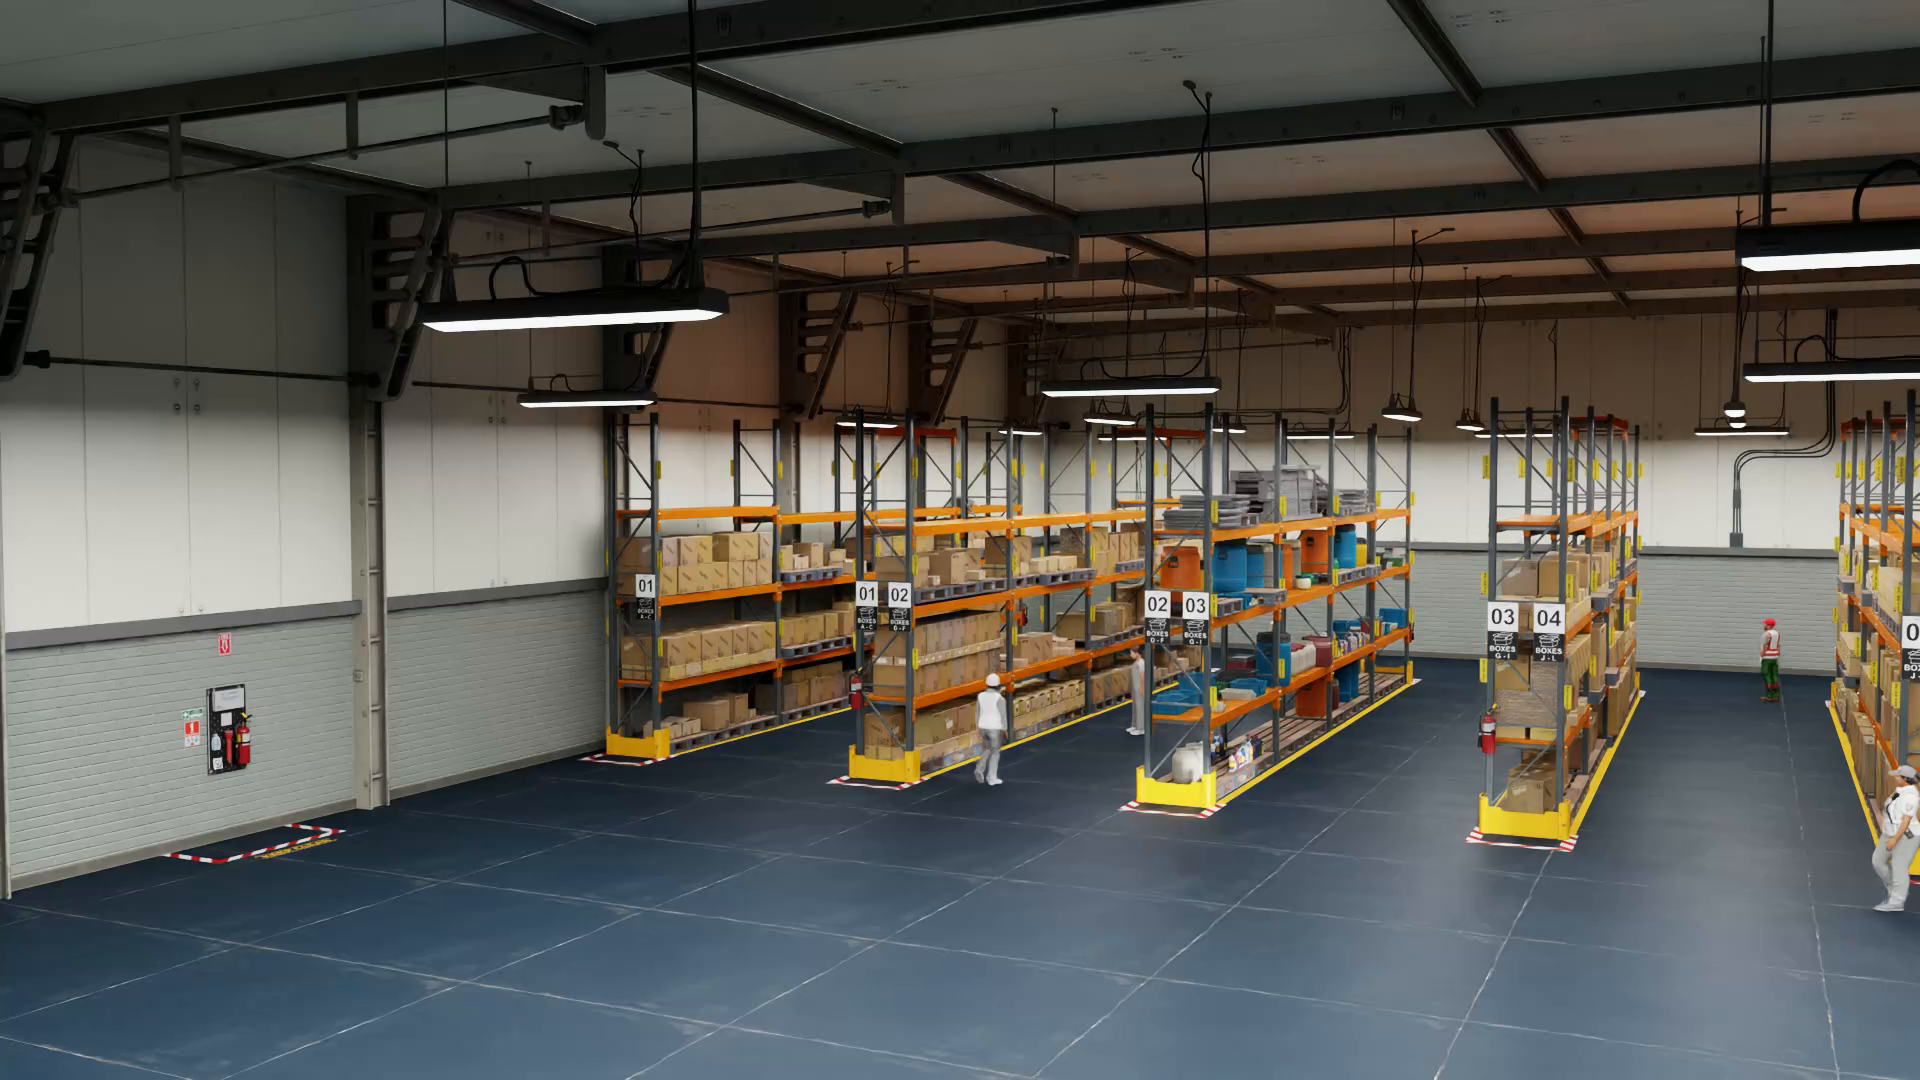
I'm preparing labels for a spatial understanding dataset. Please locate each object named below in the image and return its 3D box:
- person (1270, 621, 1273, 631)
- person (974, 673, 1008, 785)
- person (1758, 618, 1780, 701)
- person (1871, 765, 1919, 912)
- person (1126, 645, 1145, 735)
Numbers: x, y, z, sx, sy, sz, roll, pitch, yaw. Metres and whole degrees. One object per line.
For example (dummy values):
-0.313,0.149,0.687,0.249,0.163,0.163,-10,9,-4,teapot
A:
6.773,2.597,36.011,0.444,1.792,0.573,2,3,44,person
0.497,2.991,26.318,0.481,1.767,0.526,-2,3,-43,person
17.562,2.585,36.057,0.587,1.799,0.370,-1,3,-26,person
10.640,3.396,18.891,0.479,1.692,0.522,0,2,2,person
3.360,2.834,31.570,0.378,1.677,0.525,0,2,-2,person
